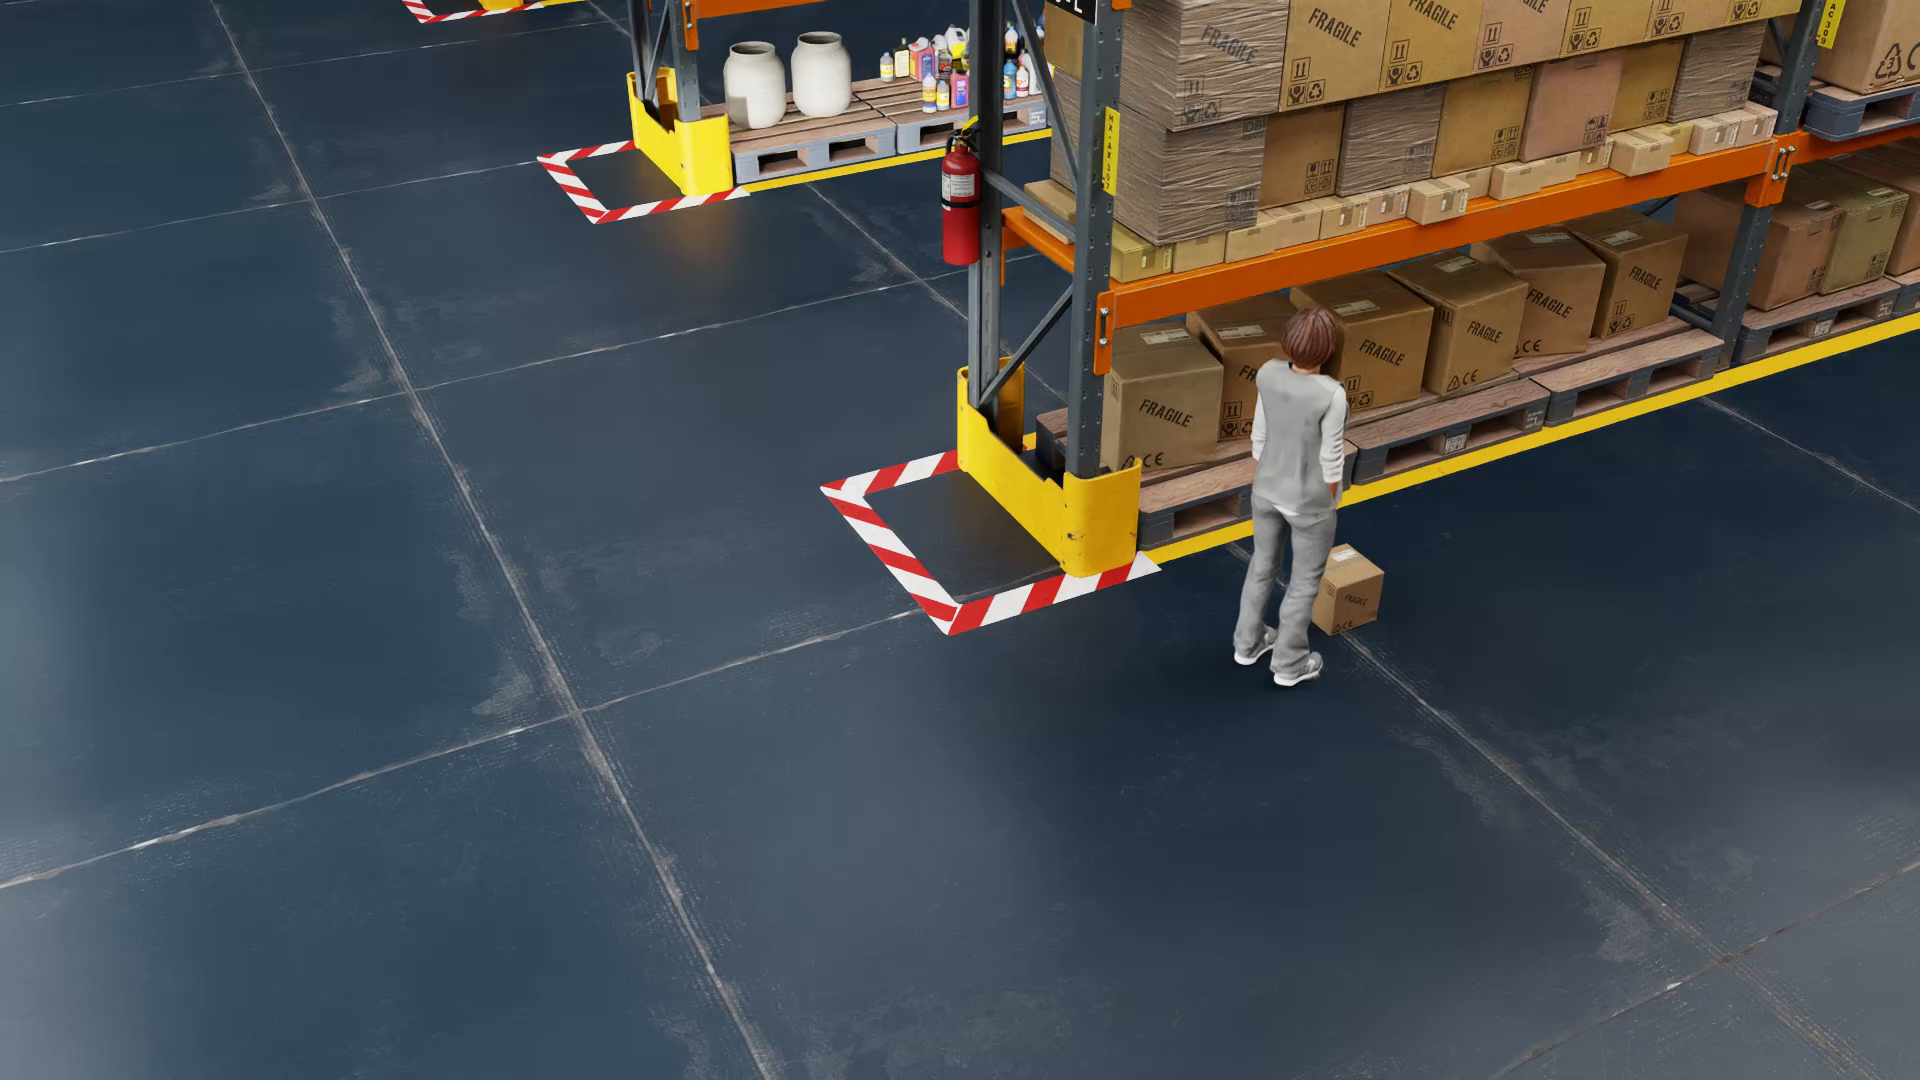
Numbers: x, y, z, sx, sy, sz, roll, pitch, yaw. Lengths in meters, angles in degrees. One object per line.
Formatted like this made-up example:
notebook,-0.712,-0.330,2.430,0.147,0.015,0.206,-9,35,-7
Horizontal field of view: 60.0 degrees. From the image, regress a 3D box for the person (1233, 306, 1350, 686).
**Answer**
person,1.277,-0.168,6.408,0.404,1.604,0.309,28,43,36
